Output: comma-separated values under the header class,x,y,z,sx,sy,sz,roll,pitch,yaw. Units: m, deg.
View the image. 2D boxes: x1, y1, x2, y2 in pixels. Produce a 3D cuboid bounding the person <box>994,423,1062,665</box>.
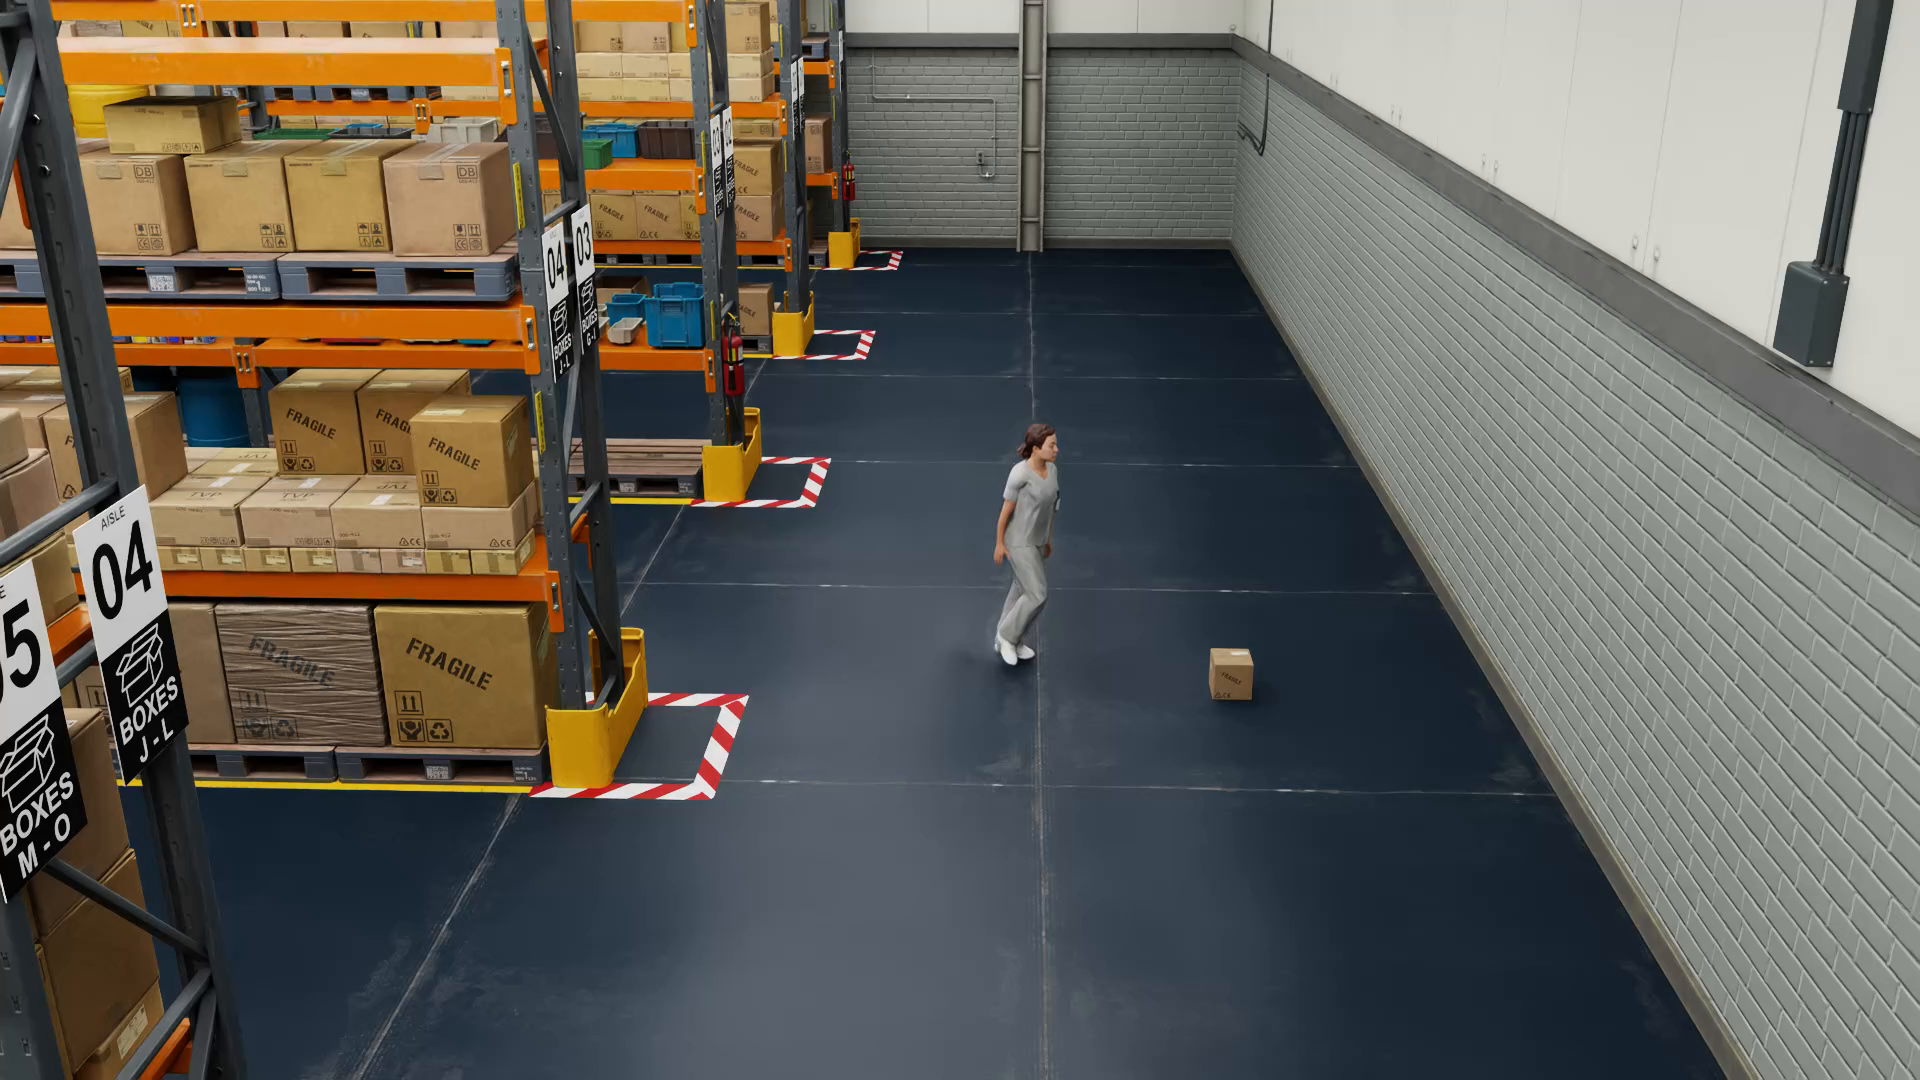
class,x,y,z,sx,sy,sz,roll,pitch,yaw
person,0.450,0.020,10.990,0.487,1.654,0.482,15,26,35
